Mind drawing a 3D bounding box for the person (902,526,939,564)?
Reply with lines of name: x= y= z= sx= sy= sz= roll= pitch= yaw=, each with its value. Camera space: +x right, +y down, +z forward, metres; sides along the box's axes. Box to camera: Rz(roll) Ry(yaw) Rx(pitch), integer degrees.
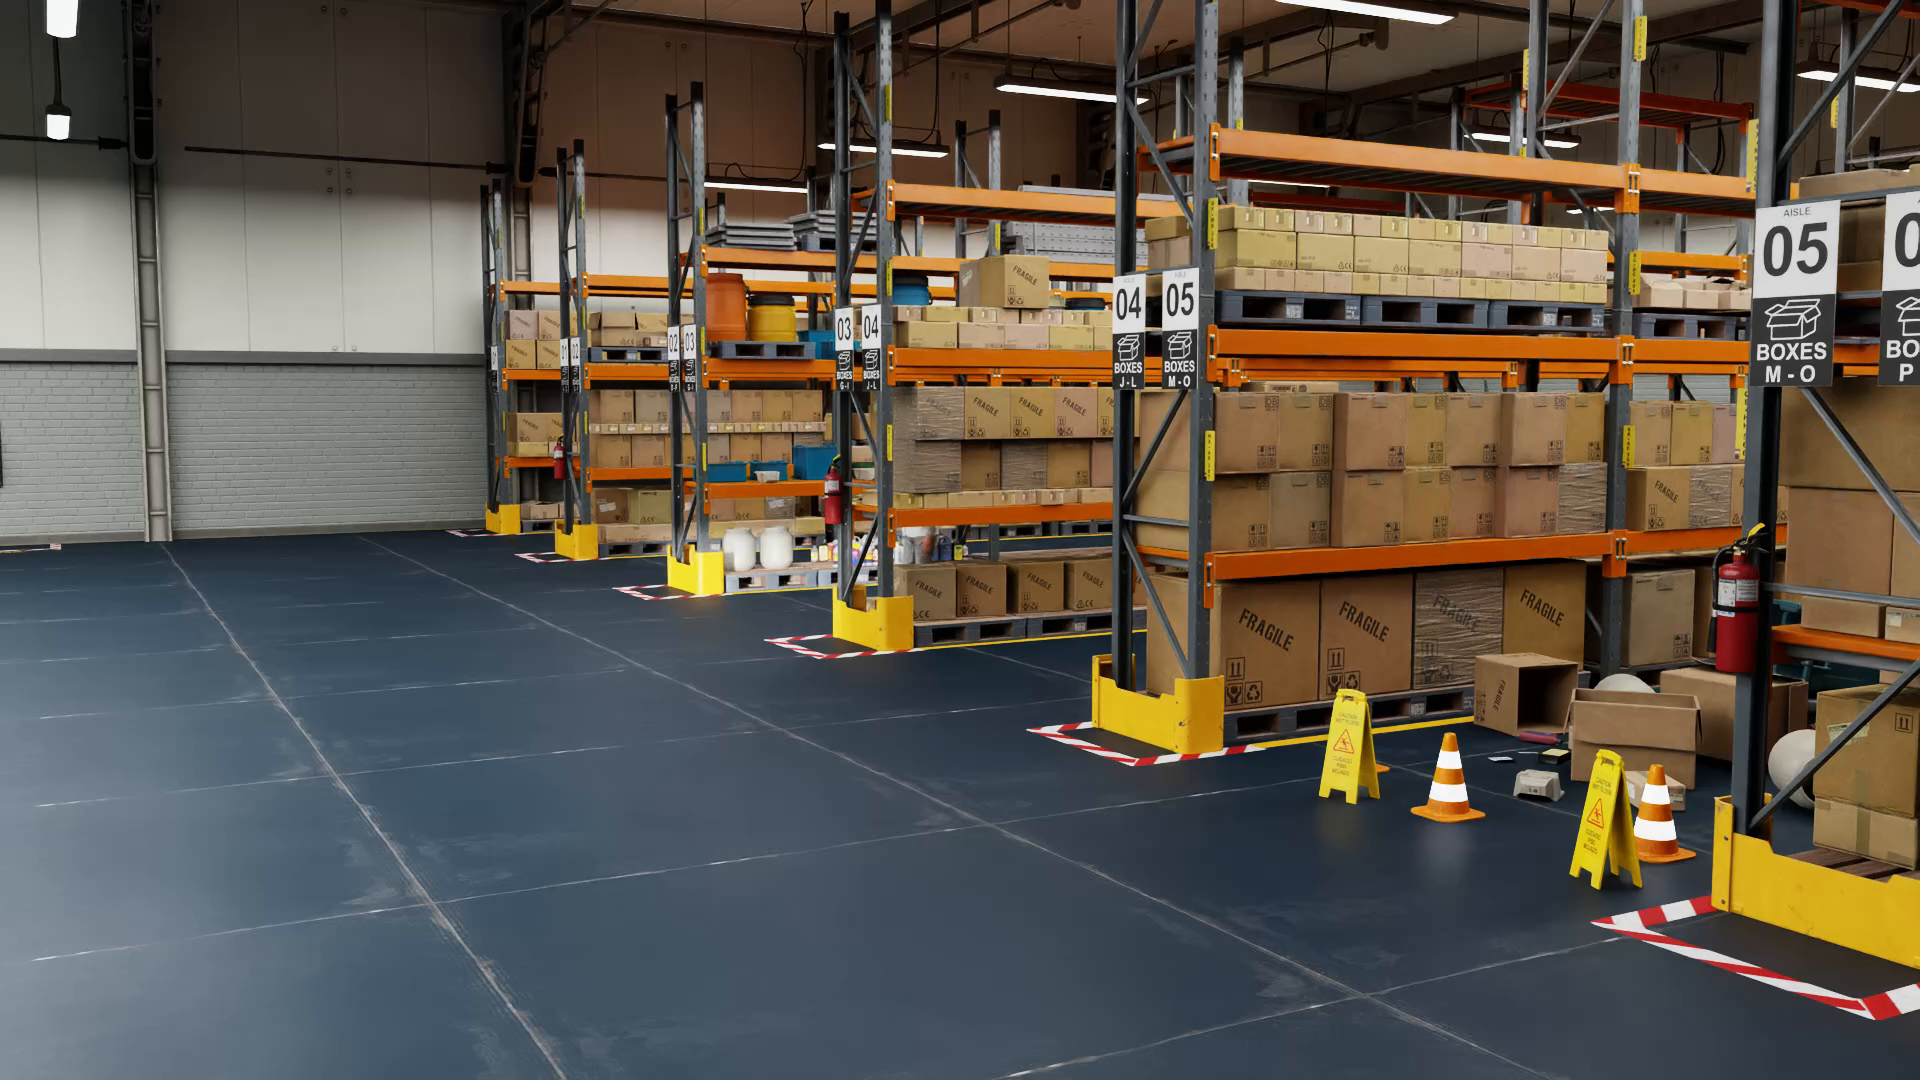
person: x=-0.416 y=-0.034 z=17.575 sx=0.360 sy=1.776 sz=0.536 roll=-3 pitch=6 yaw=-29
